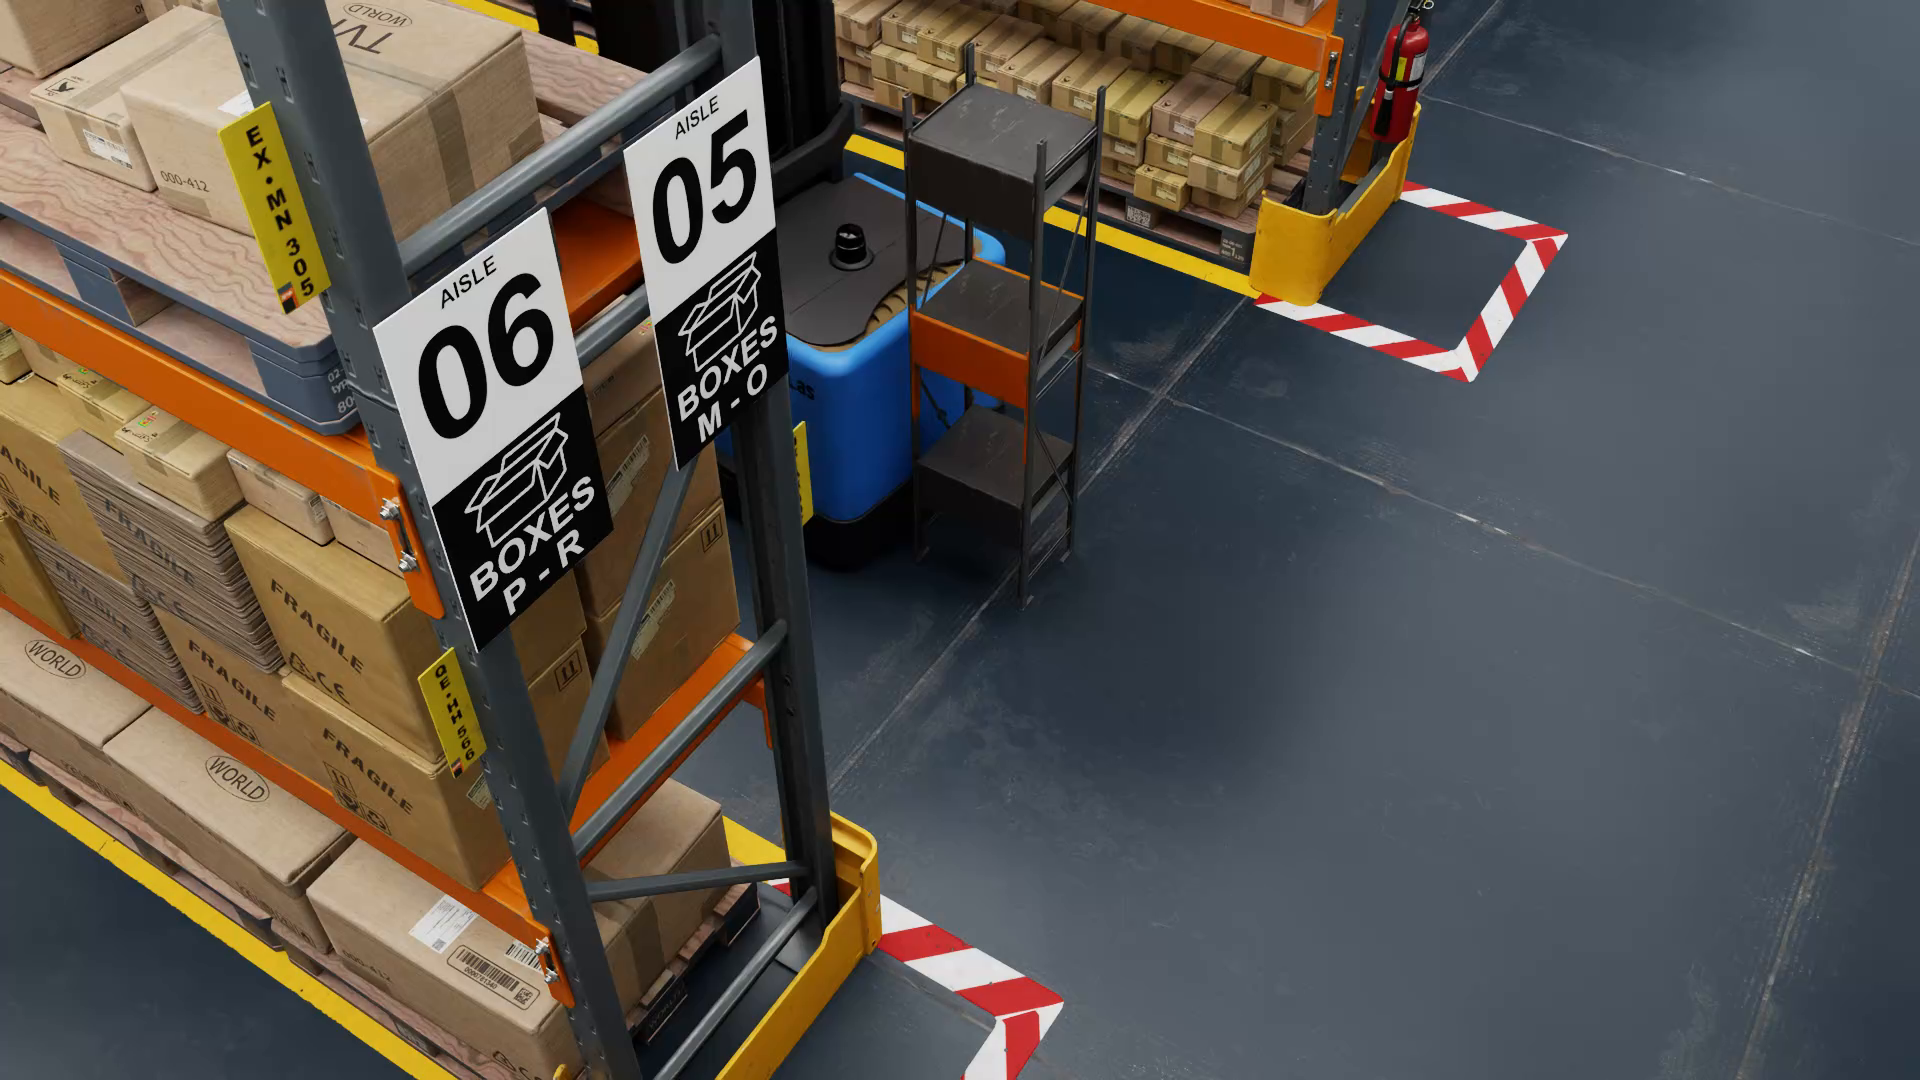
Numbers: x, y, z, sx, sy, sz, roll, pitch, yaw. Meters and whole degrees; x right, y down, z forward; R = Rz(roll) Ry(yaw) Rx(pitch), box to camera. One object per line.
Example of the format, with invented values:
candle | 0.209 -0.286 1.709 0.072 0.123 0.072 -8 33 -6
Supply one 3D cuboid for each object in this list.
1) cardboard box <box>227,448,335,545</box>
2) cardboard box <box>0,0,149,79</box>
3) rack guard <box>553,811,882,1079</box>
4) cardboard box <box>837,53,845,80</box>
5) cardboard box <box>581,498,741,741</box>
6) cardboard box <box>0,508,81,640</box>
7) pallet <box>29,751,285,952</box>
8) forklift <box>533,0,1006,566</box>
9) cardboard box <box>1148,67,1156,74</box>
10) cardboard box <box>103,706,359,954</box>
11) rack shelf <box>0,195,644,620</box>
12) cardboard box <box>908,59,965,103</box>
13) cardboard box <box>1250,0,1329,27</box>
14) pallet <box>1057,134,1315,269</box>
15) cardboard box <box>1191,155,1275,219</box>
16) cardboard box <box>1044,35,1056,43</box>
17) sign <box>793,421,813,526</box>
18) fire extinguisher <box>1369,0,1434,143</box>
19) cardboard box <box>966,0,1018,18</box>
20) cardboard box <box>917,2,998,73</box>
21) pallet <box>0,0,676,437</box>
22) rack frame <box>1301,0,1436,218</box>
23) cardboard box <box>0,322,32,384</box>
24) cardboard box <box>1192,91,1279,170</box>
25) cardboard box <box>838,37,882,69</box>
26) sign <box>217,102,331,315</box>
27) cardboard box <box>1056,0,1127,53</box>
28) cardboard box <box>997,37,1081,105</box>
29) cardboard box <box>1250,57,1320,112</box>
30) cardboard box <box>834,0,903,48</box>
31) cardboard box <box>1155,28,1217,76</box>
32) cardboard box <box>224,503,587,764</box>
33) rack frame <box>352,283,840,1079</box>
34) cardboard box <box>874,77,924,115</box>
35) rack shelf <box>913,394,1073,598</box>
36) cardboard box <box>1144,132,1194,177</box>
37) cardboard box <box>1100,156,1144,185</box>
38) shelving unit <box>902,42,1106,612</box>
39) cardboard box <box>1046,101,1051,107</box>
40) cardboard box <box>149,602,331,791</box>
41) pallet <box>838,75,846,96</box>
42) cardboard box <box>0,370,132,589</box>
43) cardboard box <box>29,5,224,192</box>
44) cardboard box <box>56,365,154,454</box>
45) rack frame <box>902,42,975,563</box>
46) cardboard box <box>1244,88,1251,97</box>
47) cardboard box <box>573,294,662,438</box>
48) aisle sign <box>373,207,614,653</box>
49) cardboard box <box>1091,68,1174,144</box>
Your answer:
cardboard box | -1.348 -0.197 3.631 0.250 0.149 0.380 26 51 23
cardboard box | -1.944 -1.291 3.521 0.500 0.311 0.500 26 51 23
rack guard | -0.691 1.394 5.047 0.348 0.500 1.175 25 51 22
cardboard box | -0.656 -2.644 8.923 0.250 0.149 0.380 24 50 21
cardboard box | -0.960 0.120 4.472 0.500 0.500 0.500 24 51 22
cardboard box | -2.554 -0.137 4.722 0.500 0.500 0.500 26 51 23
pallet | -2.449 0.750 5.874 1.213 0.211 1.003 25 51 22
forklift | -1.267 -1.820 6.474 3.031 2.935 1.130 31 53 26
cardboard box | 0.962 -2.474 8.550 0.250 0.149 0.380 26 51 23
cardboard box | -2.096 0.716 5.456 0.875 0.438 0.875 26 51 23
rack shelf | -2.395 -1.055 4.094 4.000 0.370 1.077 25 51 22
cardboard box | -0.056 -2.395 8.474 0.250 0.149 0.380 25 51 22
cardboard box | 1.449 -2.382 7.148 0.250 0.149 0.380 25 51 22
pallet | 1.147 -1.907 8.456 1.213 0.211 1.003 25 51 22
cardboard box | 1.320 -1.744 8.048 0.250 0.149 0.380 26 51 23
cardboard box | 0.437 -2.600 8.672 0.250 0.149 0.380 27 52 24
sign | -0.407 -0.148 4.144 0.005 0.325 0.100 25 51 22
fire extinguisher | 1.839 -1.980 6.897 0.183 0.674 0.296 25 51 22
cardboard box | 0.237 -2.819 8.678 0.250 0.149 0.380 25 51 22
cardboard box | -0.011 -2.543 8.410 0.250 0.149 0.380 25 51 22
pallet | -1.341 -0.782 3.388 1.213 0.211 1.003 25 51 22
rack frame | 1.876 -2.514 7.101 0.127 3.000 1.000 25 51 22
cardboard box | -2.225 -0.575 3.998 0.250 0.149 0.380 26 51 23
cardboard box | 1.294 -1.926 7.810 0.250 0.149 0.380 25 51 23
cardboard box | -0.428 -2.642 8.713 0.250 0.149 0.380 27 52 24
sign | -1.016 -0.490 2.481 0.005 0.325 0.100 25 51 22
cardboard box | 0.697 -2.650 8.514 0.250 0.149 0.380 27 51 24
cardboard box | 0.387 -2.290 8.164 0.250 0.149 0.380 27 51 23
cardboard box | 1.618 -2.282 8.156 0.250 0.149 0.380 23 50 20
cardboard box | -0.471 -2.718 8.580 0.250 0.149 0.380 26 51 23
cardboard box | 1.179 -2.491 8.359 0.250 0.149 0.380 25 51 22
cardboard box | -1.246 0.088 3.806 0.500 0.500 0.500 26 51 23
rack frame | -0.711 0.514 4.159 0.127 3.000 1.000 25 51 22
cardboard box | -0.244 -2.402 8.688 0.250 0.149 0.380 23 50 21
rack shelf | 0.139 -0.170 6.446 0.480 0.518 0.431 25 51 22
cardboard box | 1.087 -1.936 8.027 0.250 0.149 0.380 24 50 21
cardboard box | 0.873 -1.937 8.236 0.250 0.149 0.380 24 51 22
shelving unit | 0.139 -0.668 5.935 0.503 2.100 0.431 25 51 22
cardboard box | 0.396 -2.195 8.279 0.250 0.149 0.380 25 51 23
cardboard box | -1.674 0.249 4.347 0.500 0.500 0.500 24 50 21
pallet | -0.907 -2.852 9.374 1.213 0.211 1.003 25 51 22
cardboard box | -2.116 -0.290 4.174 0.500 0.500 0.500 24 51 22
cardboard box | -1.535 -0.859 3.214 0.250 0.149 0.380 21 49 19
cardboard box | -1.801 -0.369 3.798 0.250 0.149 0.380 26 51 23
rack frame | -0.066 -0.762 6.026 0.015 2.100 0.400 25 51 22
cardboard box | 1.374 -2.268 8.350 0.250 0.149 0.380 24 51 22
cardboard box | -0.861 -0.400 3.828 0.250 0.149 0.380 26 51 23
aisle sign | -0.818 -0.177 3.018 0.004 0.787 0.394 25 51 22
cardboard box | 0.827 -2.081 7.961 0.250 0.149 0.380 24 50 21
